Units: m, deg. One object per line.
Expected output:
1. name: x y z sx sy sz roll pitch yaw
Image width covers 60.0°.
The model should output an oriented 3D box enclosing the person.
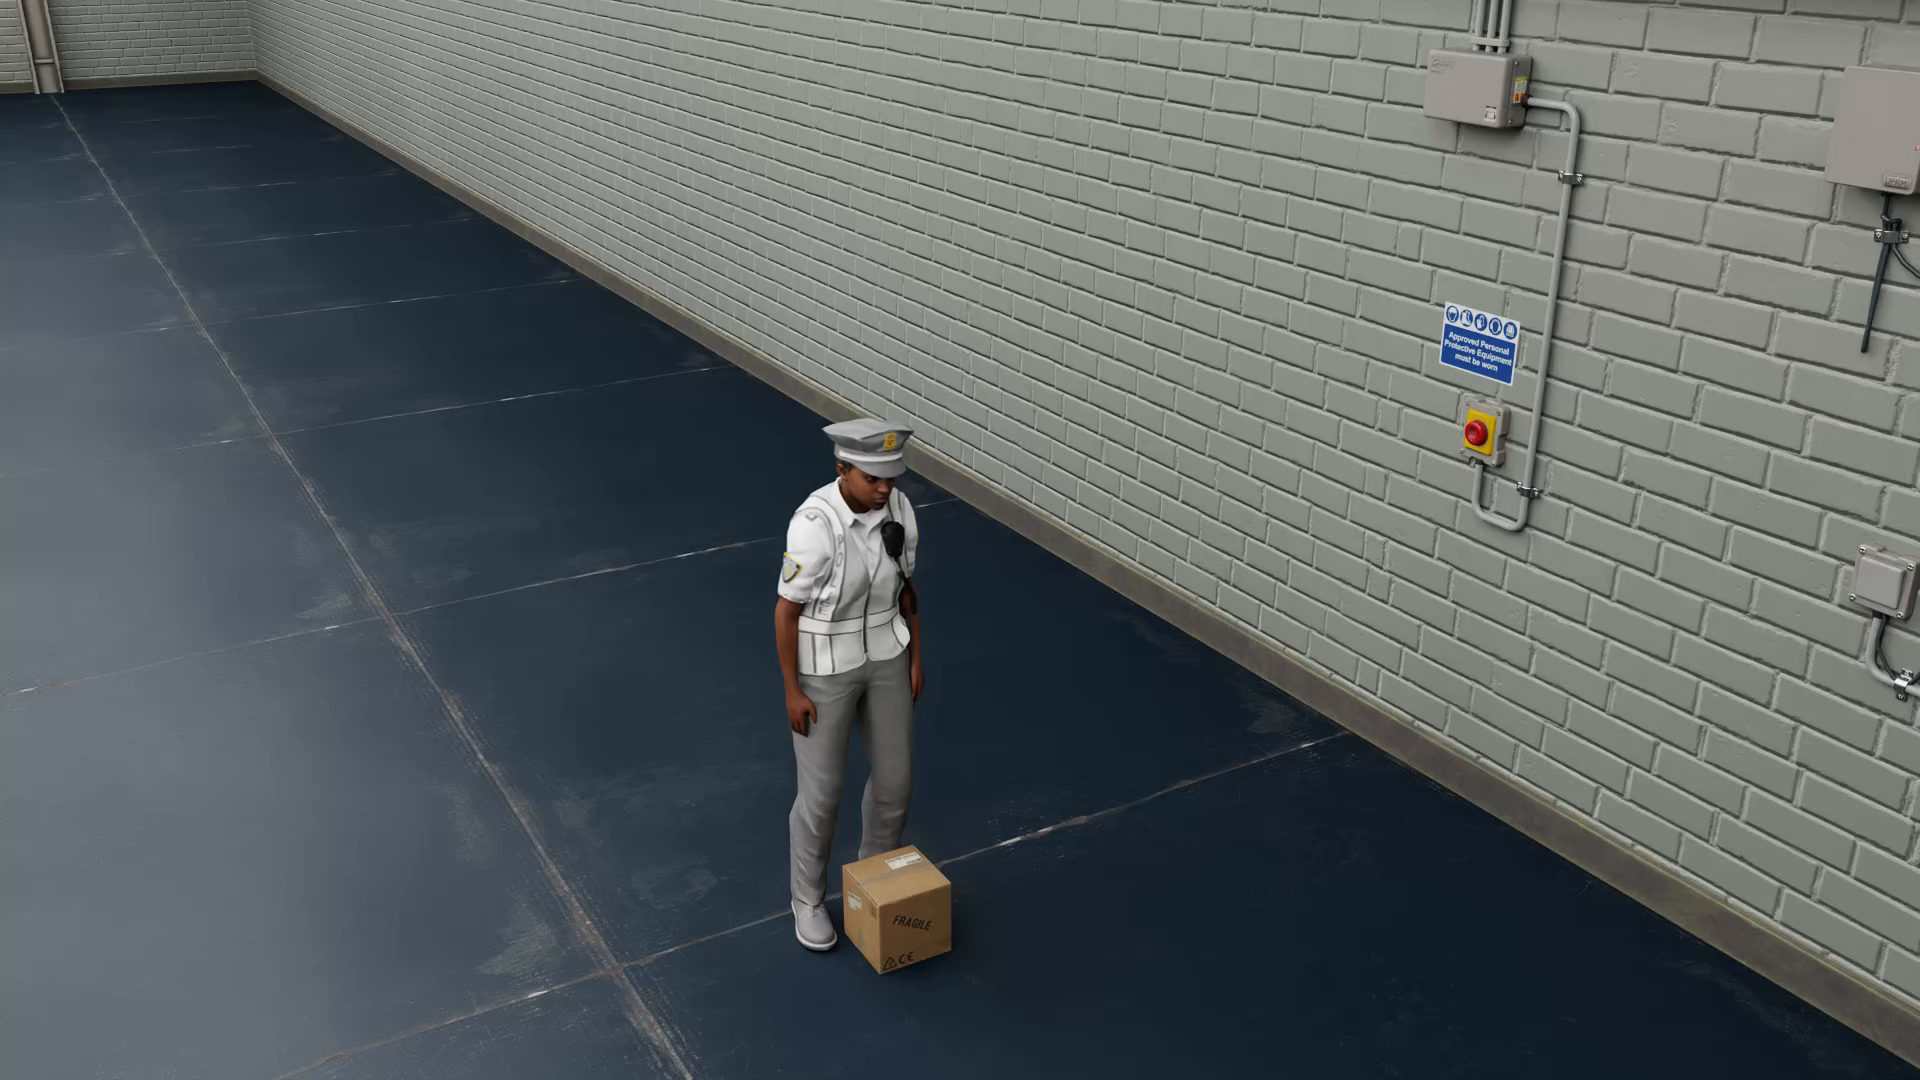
1. person: -0.328 0.414 5.062 0.515 1.656 0.397 -14 26 -31
